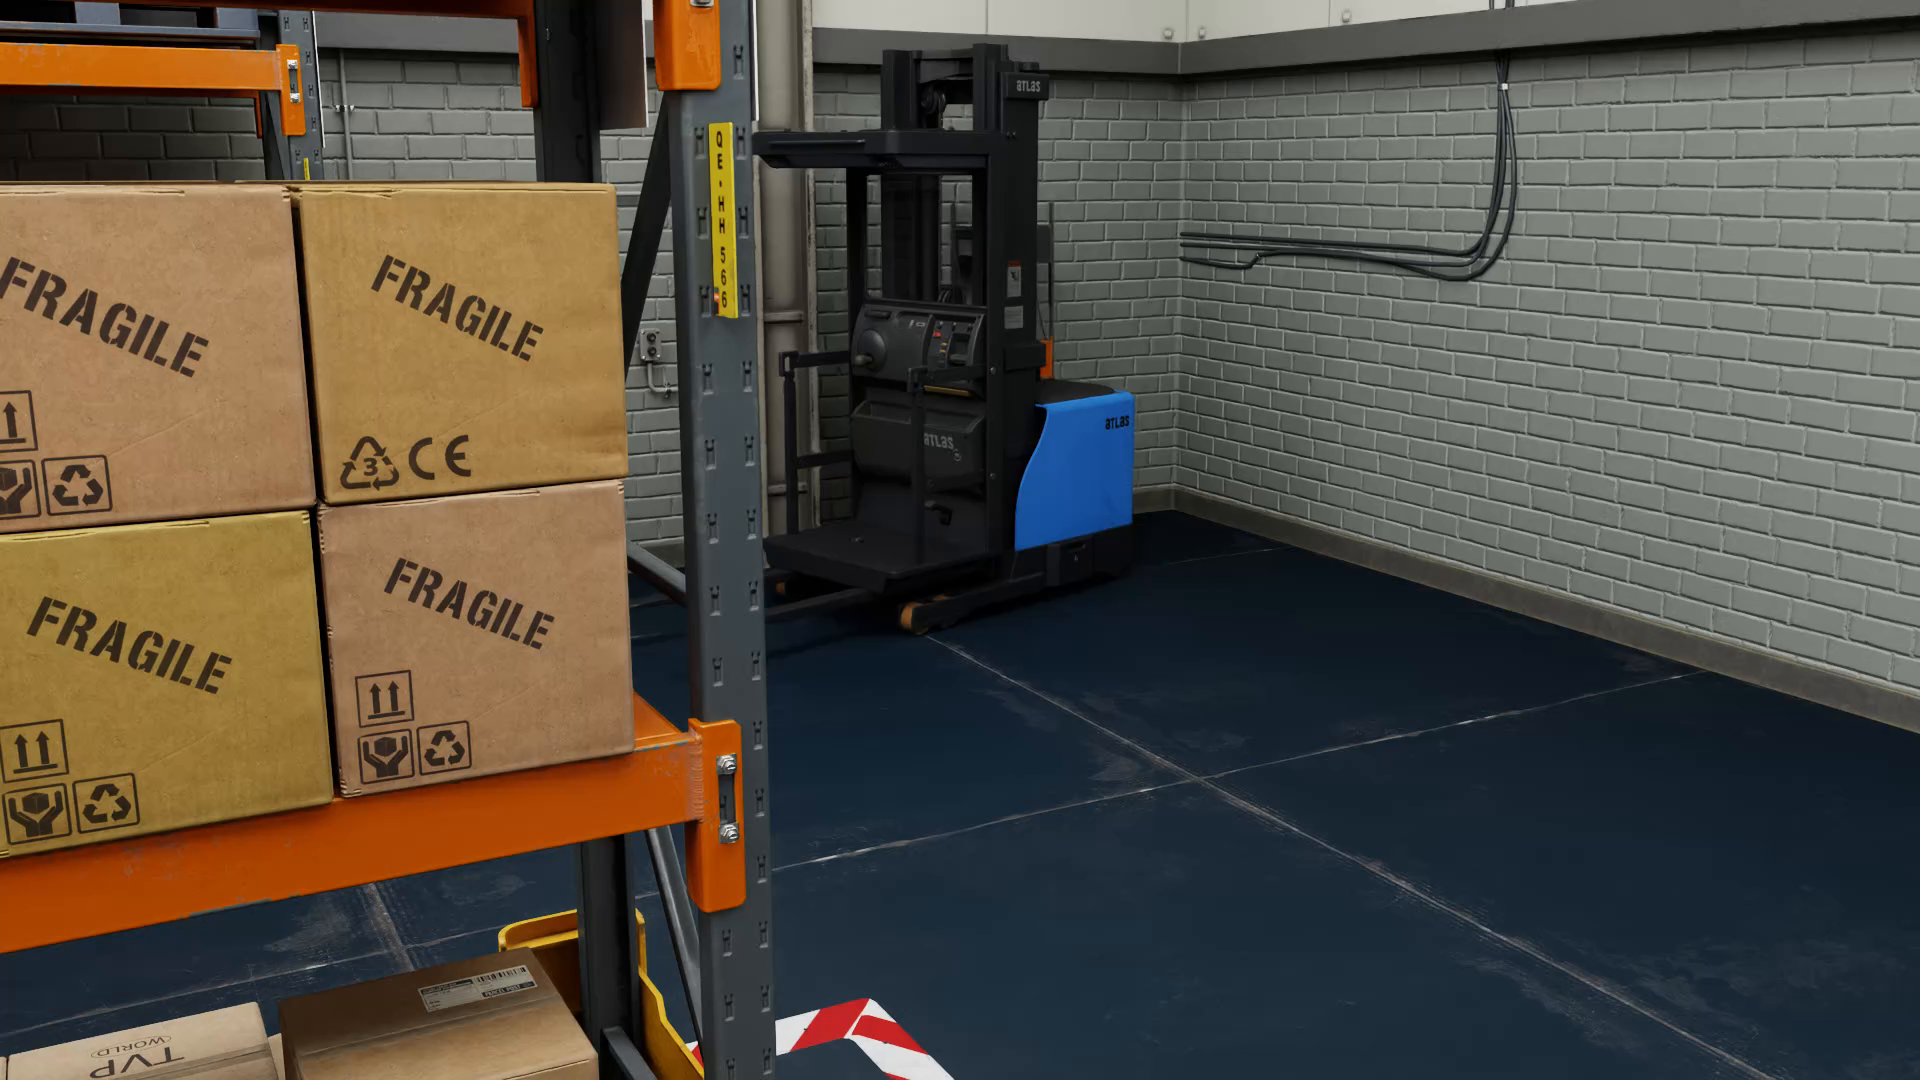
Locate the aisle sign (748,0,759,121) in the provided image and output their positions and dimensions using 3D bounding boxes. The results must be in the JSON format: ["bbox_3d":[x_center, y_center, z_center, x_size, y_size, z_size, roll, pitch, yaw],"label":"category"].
[{"bbox_3d":[-0.446,-1.151,2.972,0.004,0.787,0.394,-7,14,-28],"label":"aisle sign"}]

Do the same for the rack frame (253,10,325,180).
[{"bbox_3d":[-3.030,-0.889,7.728,0.127,3.000,1.000,-7,14,-28],"label":"rack frame"}]

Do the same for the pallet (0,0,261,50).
[{"bbox_3d":[-3.676,-2.229,7.053,1.213,0.211,1.003,-7,14,-28],"label":"pallet"}]

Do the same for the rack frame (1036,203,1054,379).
[{"bbox_3d":[0.489,-1.065,10.533,0.015,2.100,0.400,-6,13,-26],"label":"rack frame"}]

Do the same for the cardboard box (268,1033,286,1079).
[{"bbox_3d":[-1.404,1.237,3.733,0.250,0.166,0.380,-7,14,-28],"label":"cardboard box"}]

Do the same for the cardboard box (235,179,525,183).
[{"bbox_3d":[-1.169,-0.476,3.386,0.500,0.500,0.500,-6,14,-26],"label":"cardboard box"}]

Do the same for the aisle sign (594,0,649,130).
[{"bbox_3d":[-0.734,-1.267,3.486,0.004,0.787,0.394,-7,14,-28],"label":"aisle sign"}]

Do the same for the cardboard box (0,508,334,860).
[{"bbox_3d":[-1.369,0.171,2.789,0.500,0.500,0.500,-7,14,-27],"label":"cardboard box"}]

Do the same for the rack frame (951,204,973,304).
[{"bbox_3d":[0.053,-1.016,10.318,0.015,2.100,0.400,-6,13,-26],"label":"rack frame"}]

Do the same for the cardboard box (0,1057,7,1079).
[{"bbox_3d":[-2.144,1.300,3.263,0.500,0.250,0.500,-7,14,-28],"label":"cardboard box"}]

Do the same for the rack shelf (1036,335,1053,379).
[{"bbox_3d":[0.271,-1.027,10.428,0.480,0.518,0.431,-6,13,-26],"label":"rack shelf"}]

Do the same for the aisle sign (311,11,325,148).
[{"bbox_3d":[-2.823,-2.107,7.220,0.004,0.787,0.394,-7,14,-28],"label":"aisle sign"}]

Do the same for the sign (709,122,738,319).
[{"bbox_3d":[-0.405,-0.545,2.842,0.005,0.325,0.100,-7,14,-28],"label":"sign"}]

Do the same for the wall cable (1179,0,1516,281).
[{"bbox_3d":[2.106,-2.827,9.748,0.112,2.526,3.097,-7,14,-28],"label":"wall cable"}]

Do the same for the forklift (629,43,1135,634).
[{"bbox_3d":[-0.377,-1.075,8.710,1.130,2.935,3.031,12,18,43],"label":"forklift"}]

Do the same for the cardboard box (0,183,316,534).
[{"bbox_3d":[-1.355,-0.318,2.687,0.500,0.500,0.500,-6,14,-26],"label":"cardboard box"}]

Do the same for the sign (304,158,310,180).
[{"bbox_3d":[-2.782,-1.464,7.104,0.005,0.325,0.100,-7,14,-28],"label":"sign"}]

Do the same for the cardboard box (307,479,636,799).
[{"bbox_3d":[-0.916,0.116,3.035,0.500,0.500,0.500,-6,14,-26],"label":"cardboard box"}]

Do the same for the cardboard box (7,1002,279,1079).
[{"bbox_3d":[-1.705,1.247,3.497,0.500,0.250,0.500,-7,14,-28],"label":"cardboard box"}]

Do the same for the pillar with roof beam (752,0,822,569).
[{"bbox_3d":[0.988,-3.437,5.386,0.400,9.000,9.100,-7,14,-28],"label":"pillar with roof beam"}]

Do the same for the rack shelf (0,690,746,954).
[{"bbox_3d":[-2.408,0.626,2.632,4.000,0.370,1.077,-7,14,-28],"label":"rack shelf"}]

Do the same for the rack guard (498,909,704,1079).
[{"bbox_3d":[-0.720,1.293,3.727,0.348,0.500,1.175,-7,14,-28],"label":"rack guard"}]

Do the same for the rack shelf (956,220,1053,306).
[{"bbox_3d":[0.263,-1.713,10.289,0.480,0.518,0.431,-6,13,-26],"label":"rack shelf"}]

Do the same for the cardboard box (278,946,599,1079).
[{"bbox_3d":[-1.012,1.175,3.249,0.500,0.500,0.500,-7,14,-28],"label":"cardboard box"}]

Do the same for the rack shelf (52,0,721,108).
[{"bbox_3d":[-2.408,-0.837,2.303,4.000,0.370,1.077,-7,14,-28],"label":"rack shelf"}]

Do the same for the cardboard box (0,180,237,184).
[{"bbox_3d":[-1.624,-0.419,3.135,0.500,0.500,0.500,-7,14,-27],"label":"cardboard box"}]

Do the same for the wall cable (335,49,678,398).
[{"bbox_3d":[-2.359,-1.702,9.025,1.851,1.984,0.084,-7,14,-28],"label":"wall cable"}]

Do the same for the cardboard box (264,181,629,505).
[{"bbox_3d":[-0.912,-0.372,2.924,0.500,0.500,0.500,-7,14,-28],"label":"cardboard box"}]

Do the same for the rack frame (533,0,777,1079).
[{"bbox_3d":[-0.654,0.064,3.491,0.053,2.616,0.949,-7,14,-28],"label":"rack frame"}]

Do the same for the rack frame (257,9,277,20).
[{"bbox_3d":[-3.030,-3.816,7.070,0.127,3.000,1.000,-7,14,-28],"label":"rack frame"}]

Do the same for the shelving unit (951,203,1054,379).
[{"bbox_3d":[0.271,-1.041,10.425,0.503,2.100,0.431,-6,13,-26],"label":"shelving unit"}]

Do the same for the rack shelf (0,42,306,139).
[{"bbox_3d":[-4.785,-1.791,6.543,4.000,0.370,1.077,-7,14,-28],"label":"rack shelf"}]
